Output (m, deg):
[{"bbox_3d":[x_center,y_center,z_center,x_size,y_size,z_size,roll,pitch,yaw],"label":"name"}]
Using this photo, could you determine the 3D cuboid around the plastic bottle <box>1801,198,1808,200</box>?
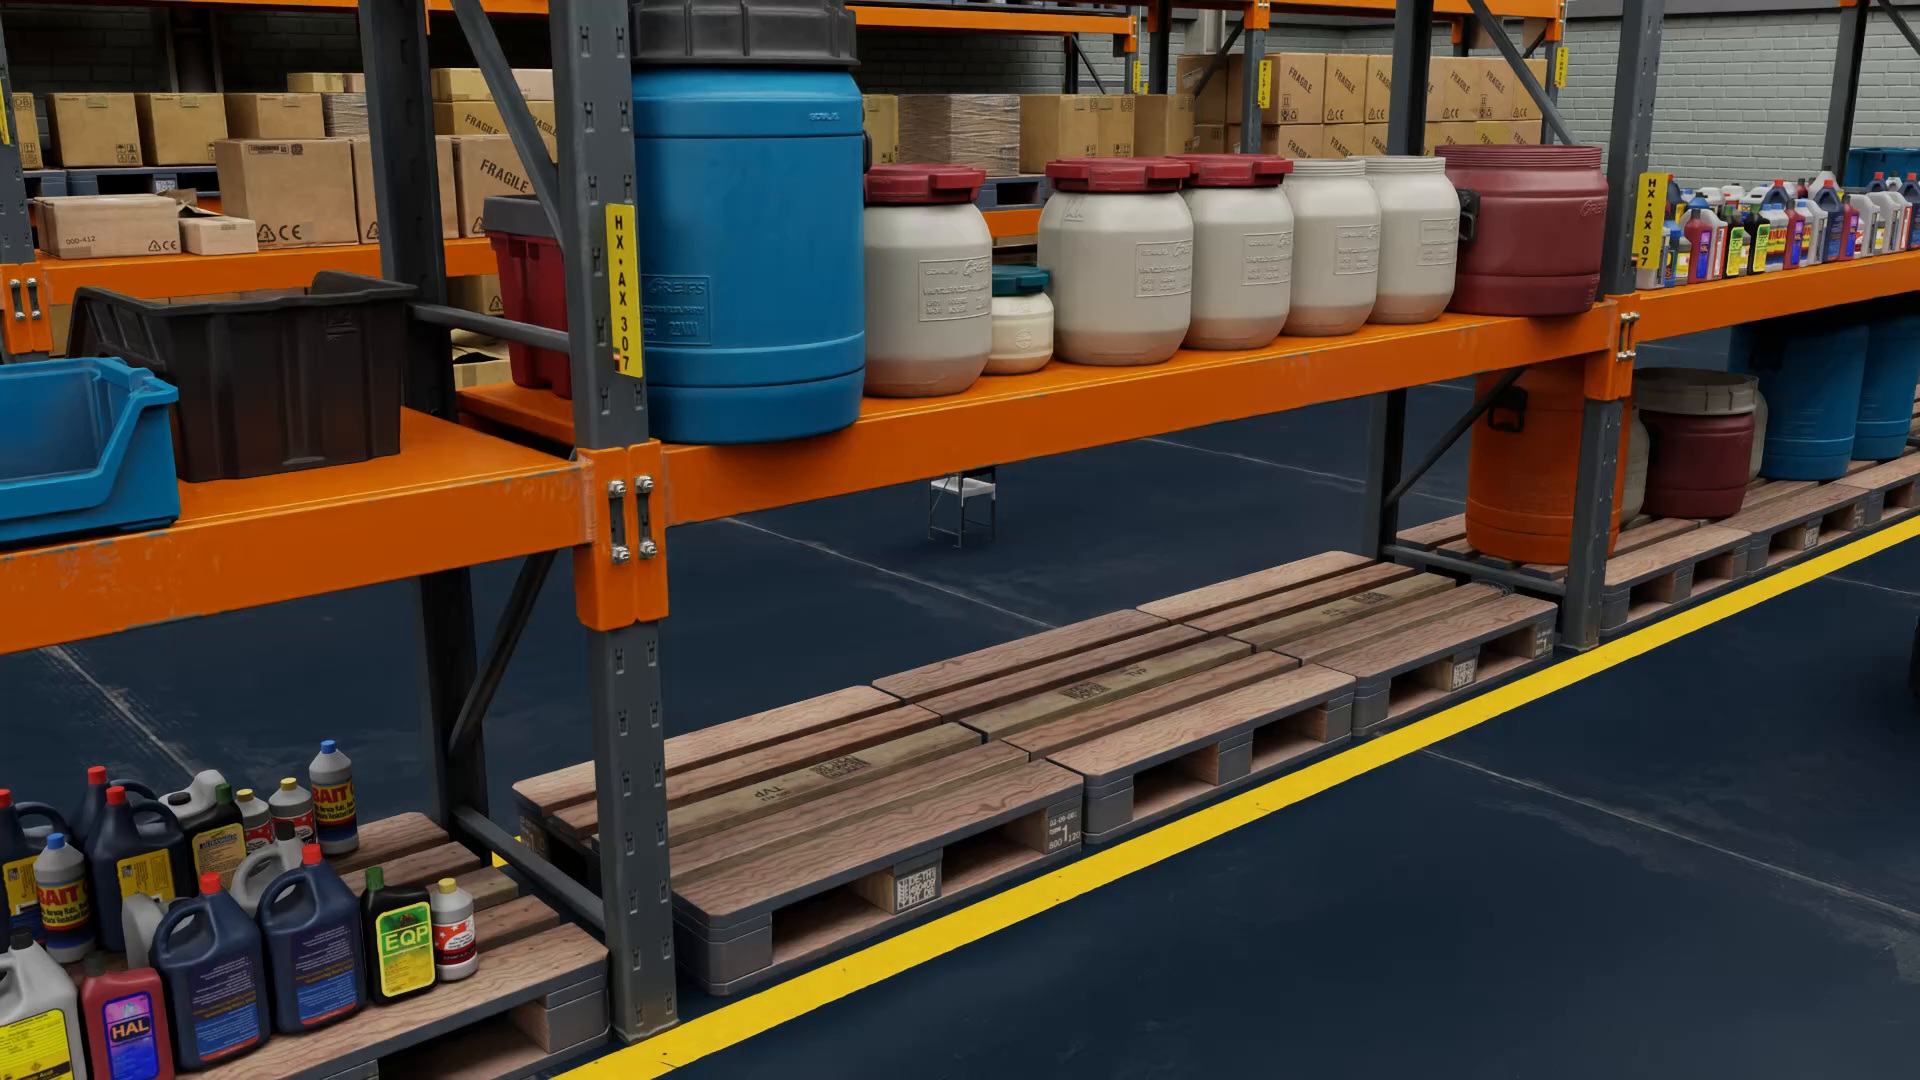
[{"bbox_3d":[4.258,-1.626,8.409,0.097,0.201,0.097,0,15,0],"label":"plastic bottle"}]

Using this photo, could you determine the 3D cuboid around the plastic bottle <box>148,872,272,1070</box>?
[{"bbox_3d":[-1.439,0.811,3.182,0.185,0.351,0.144,-14,20,-42],"label":"plastic bottle"}]

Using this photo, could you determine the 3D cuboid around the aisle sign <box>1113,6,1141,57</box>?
[{"bbox_3d":[1.803,-5.625,17.959,0.004,0.787,0.394,-13,19,-39],"label":"aisle sign"}]

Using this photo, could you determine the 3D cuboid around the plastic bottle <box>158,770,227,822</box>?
[{"bbox_3d":[-1.752,0.678,3.824,0.135,0.276,0.152,-12,19,-37],"label":"plastic bottle"}]

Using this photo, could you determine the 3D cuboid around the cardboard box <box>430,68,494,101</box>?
[{"bbox_3d":[-3.950,-3.656,13.362,0.500,0.250,0.500,-12,19,-38],"label":"cardboard box"}]

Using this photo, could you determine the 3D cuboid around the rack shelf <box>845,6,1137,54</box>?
[{"bbox_3d":[0.043,-5.178,16.905,4.000,0.370,1.077,-13,19,-39],"label":"rack shelf"}]

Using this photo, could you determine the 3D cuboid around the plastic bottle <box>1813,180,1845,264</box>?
[{"bbox_3d":[3.728,-1.379,7.197,0.185,0.351,0.144,-13,19,-39],"label":"plastic bottle"}]

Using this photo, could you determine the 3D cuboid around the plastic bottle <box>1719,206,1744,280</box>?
[{"bbox_3d":[3.038,-1.178,6.573,0.133,0.283,0.061,-13,19,-39],"label":"plastic bottle"}]

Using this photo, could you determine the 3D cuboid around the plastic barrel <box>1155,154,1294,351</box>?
[{"bbox_3d":[0.748,-0.837,4.806,0.433,0.535,0.433,0,15,0],"label":"plastic barrel"}]

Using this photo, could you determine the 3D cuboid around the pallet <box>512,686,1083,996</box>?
[{"bbox_3d":[-0.431,0.753,4.523,1.213,0.211,1.003,-13,19,-39],"label":"pallet"}]

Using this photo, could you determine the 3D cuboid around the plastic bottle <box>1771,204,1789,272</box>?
[{"bbox_3d":[3.361,-1.251,6.869,0.097,0.271,0.097,0,15,0],"label":"plastic bottle"}]

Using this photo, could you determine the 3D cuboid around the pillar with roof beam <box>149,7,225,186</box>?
[{"bbox_3d":[-3.206,-5.069,9.288,0.400,9.000,9.100,-13,19,-39],"label":"pillar with roof beam"}]

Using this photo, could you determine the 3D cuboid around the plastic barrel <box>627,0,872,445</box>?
[{"bbox_3d":[-0.508,-0.703,3.596,0.708,0.901,0.600,-13,19,-39],"label":"plastic barrel"}]

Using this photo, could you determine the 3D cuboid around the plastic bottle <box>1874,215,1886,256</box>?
[{"bbox_3d":[4.125,-1.388,7.520,0.097,0.201,0.097,0,15,0],"label":"plastic bottle"}]

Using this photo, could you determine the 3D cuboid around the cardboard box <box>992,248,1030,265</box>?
[{"bbox_3d":[0.131,-1.852,11.410,0.500,0.250,0.500,-13,20,-40],"label":"cardboard box"}]

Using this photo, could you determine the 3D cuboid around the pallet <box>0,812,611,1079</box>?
[{"bbox_3d":[-1.532,0.999,3.601,1.213,0.211,1.003,-13,19,-39],"label":"pallet"}]

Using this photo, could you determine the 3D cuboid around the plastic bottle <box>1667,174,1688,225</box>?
[{"bbox_3d":[3.294,-1.526,7.745,0.185,0.351,0.144,-13,19,-39],"label":"plastic bottle"}]

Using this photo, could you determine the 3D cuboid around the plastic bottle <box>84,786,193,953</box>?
[{"bbox_3d":[-1.785,0.697,3.607,0.185,0.351,0.144,-13,19,-39],"label":"plastic bottle"}]

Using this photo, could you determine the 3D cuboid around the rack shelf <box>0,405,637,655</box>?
[{"bbox_3d":[-2.507,0.232,2.461,4.000,0.370,1.077,-13,19,-39],"label":"rack shelf"}]

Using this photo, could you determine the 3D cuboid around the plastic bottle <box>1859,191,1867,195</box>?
[{"bbox_3d":[4.200,-1.491,7.769,0.097,0.271,0.097,0,15,0],"label":"plastic bottle"}]

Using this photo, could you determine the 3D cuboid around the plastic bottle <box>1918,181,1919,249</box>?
[{"bbox_3d":[4.558,-1.566,7.895,0.185,0.351,0.144,-13,19,-39],"label":"plastic bottle"}]

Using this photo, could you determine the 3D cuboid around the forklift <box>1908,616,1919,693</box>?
[{"bbox_3d":[4.592,-0.660,4.540,1.130,2.935,3.031,-14,21,-43],"label":"forklift"}]

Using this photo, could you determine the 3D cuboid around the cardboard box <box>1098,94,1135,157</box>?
[{"bbox_3d":[0.807,-2.860,11.636,0.500,0.500,0.700,-9,17,-31],"label":"cardboard box"}]

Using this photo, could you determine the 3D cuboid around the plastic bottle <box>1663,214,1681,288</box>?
[{"bbox_3d":[2.664,-1.094,6.283,0.097,0.271,0.097,0,15,0],"label":"plastic bottle"}]

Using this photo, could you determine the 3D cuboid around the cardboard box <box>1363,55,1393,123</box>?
[{"bbox_3d":[3.106,-3.505,12.928,0.500,0.500,0.500,-13,20,-41],"label":"cardboard box"}]

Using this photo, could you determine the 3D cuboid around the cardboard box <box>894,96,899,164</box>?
[{"bbox_3d":[-1.046,-3.971,16.224,0.700,0.700,0.980,-12,19,-39],"label":"cardboard box"}]

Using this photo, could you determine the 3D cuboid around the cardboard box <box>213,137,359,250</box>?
[{"bbox_3d":[-3.259,-1.683,8.046,0.500,0.500,0.500,-11,18,-35],"label":"cardboard box"}]

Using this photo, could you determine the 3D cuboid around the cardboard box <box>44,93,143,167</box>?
[{"bbox_3d":[-6.192,-2.934,11.875,0.500,0.500,0.700,-10,18,-32],"label":"cardboard box"}]

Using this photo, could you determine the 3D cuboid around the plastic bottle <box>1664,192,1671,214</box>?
[{"bbox_3d":[3.141,-1.424,7.493,0.133,0.283,0.061,-13,19,-39],"label":"plastic bottle"}]

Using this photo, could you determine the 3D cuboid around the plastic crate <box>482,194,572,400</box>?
[{"bbox_3d":[-0.834,-0.626,4.159,0.583,0.464,0.402,-13,19,-39],"label":"plastic crate"}]

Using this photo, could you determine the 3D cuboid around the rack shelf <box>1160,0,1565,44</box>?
[{"bbox_3d":[3.297,-4.215,13.297,4.000,0.370,1.077,-13,19,-39],"label":"rack shelf"}]

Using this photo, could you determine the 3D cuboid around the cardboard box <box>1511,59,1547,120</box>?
[{"bbox_3d":[4.651,-3.854,14.235,0.500,0.500,0.500,-13,20,-40],"label":"cardboard box"}]

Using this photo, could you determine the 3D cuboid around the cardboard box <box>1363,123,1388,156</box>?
[{"bbox_3d":[3.115,-3.027,13.077,0.500,0.500,0.500,-13,20,-40],"label":"cardboard box"}]

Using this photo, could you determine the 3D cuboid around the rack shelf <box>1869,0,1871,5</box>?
[{"bbox_3d":[6.546,-3.250,9.685,4.000,0.370,1.077,-13,19,-39],"label":"rack shelf"}]

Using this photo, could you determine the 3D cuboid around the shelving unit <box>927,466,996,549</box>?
[{"bbox_3d":[0.006,-0.436,7.639,0.210,0.900,0.258,-13,19,-39],"label":"shelving unit"}]

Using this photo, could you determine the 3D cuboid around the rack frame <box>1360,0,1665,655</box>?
[{"bbox_3d":[2.020,-1.132,6.174,0.127,3.000,1.000,-13,19,-39],"label":"rack frame"}]

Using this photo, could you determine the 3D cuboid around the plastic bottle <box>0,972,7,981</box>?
[{"bbox_3d":[-1.770,0.883,3.044,0.133,0.283,0.061,-13,19,-39],"label":"plastic bottle"}]

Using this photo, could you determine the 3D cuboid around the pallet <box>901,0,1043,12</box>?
[{"bbox_3d":[0.078,-5.486,16.836,1.213,0.211,1.003,-13,19,-39],"label":"pallet"}]

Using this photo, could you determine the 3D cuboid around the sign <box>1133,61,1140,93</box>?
[{"bbox_3d":[1.897,-4.981,17.884,0.005,0.325,0.100,-13,19,-39],"label":"sign"}]

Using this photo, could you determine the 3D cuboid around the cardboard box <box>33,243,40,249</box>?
[{"bbox_3d":[-6.627,-1.953,11.787,0.500,0.250,0.500,-13,20,-41],"label":"cardboard box"}]

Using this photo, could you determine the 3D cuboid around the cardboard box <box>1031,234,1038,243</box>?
[{"bbox_3d":[0.711,-3.188,17.902,0.500,0.500,0.700,-13,20,-40],"label":"cardboard box"}]

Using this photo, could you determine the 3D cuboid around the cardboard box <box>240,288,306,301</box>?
[{"bbox_3d":[-5.458,-1.868,12.923,0.500,0.500,0.700,-13,20,-39],"label":"cardboard box"}]

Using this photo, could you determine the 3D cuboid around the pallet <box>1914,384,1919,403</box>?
[{"bbox_3d":[6.487,-0.802,10.343,1.213,0.211,1.003,-13,19,-39],"label":"pallet"}]

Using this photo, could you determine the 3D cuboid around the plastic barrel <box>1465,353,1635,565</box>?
[{"bbox_3d":[2.377,-0.372,6.722,0.708,0.830,0.600,-13,19,-39],"label":"plastic barrel"}]

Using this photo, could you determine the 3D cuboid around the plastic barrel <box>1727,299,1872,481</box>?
[{"bbox_3d":[4.081,-0.789,8.145,0.708,0.901,0.600,-13,19,-39],"label":"plastic barrel"}]

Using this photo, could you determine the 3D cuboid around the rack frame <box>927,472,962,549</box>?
[{"bbox_3d":[-0.071,-0.419,7.575,0.006,0.900,0.240,-13,19,-39],"label":"rack frame"}]

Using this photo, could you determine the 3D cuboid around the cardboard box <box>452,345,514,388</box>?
[{"bbox_3d":[-2.613,-0.846,8.534,0.500,0.311,0.500,-12,19,-38],"label":"cardboard box"}]

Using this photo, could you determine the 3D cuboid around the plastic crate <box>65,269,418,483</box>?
[{"bbox_3d":[-1.476,-0.360,3.406,0.504,0.338,0.767,-13,19,-39],"label":"plastic crate"}]

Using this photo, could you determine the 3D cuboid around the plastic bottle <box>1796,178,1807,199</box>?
[{"bbox_3d":[4.380,-1.751,8.719,0.133,0.283,0.061,-13,19,-39],"label":"plastic bottle"}]

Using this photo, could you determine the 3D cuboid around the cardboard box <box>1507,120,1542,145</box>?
[{"bbox_3d":[4.647,-3.371,14.365,0.500,0.500,0.500,-12,19,-38],"label":"cardboard box"}]

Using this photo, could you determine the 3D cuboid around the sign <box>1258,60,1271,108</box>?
[{"bbox_3d":[2.155,-3.226,11.771,0.005,0.325,0.100,-13,19,-39],"label":"sign"}]
